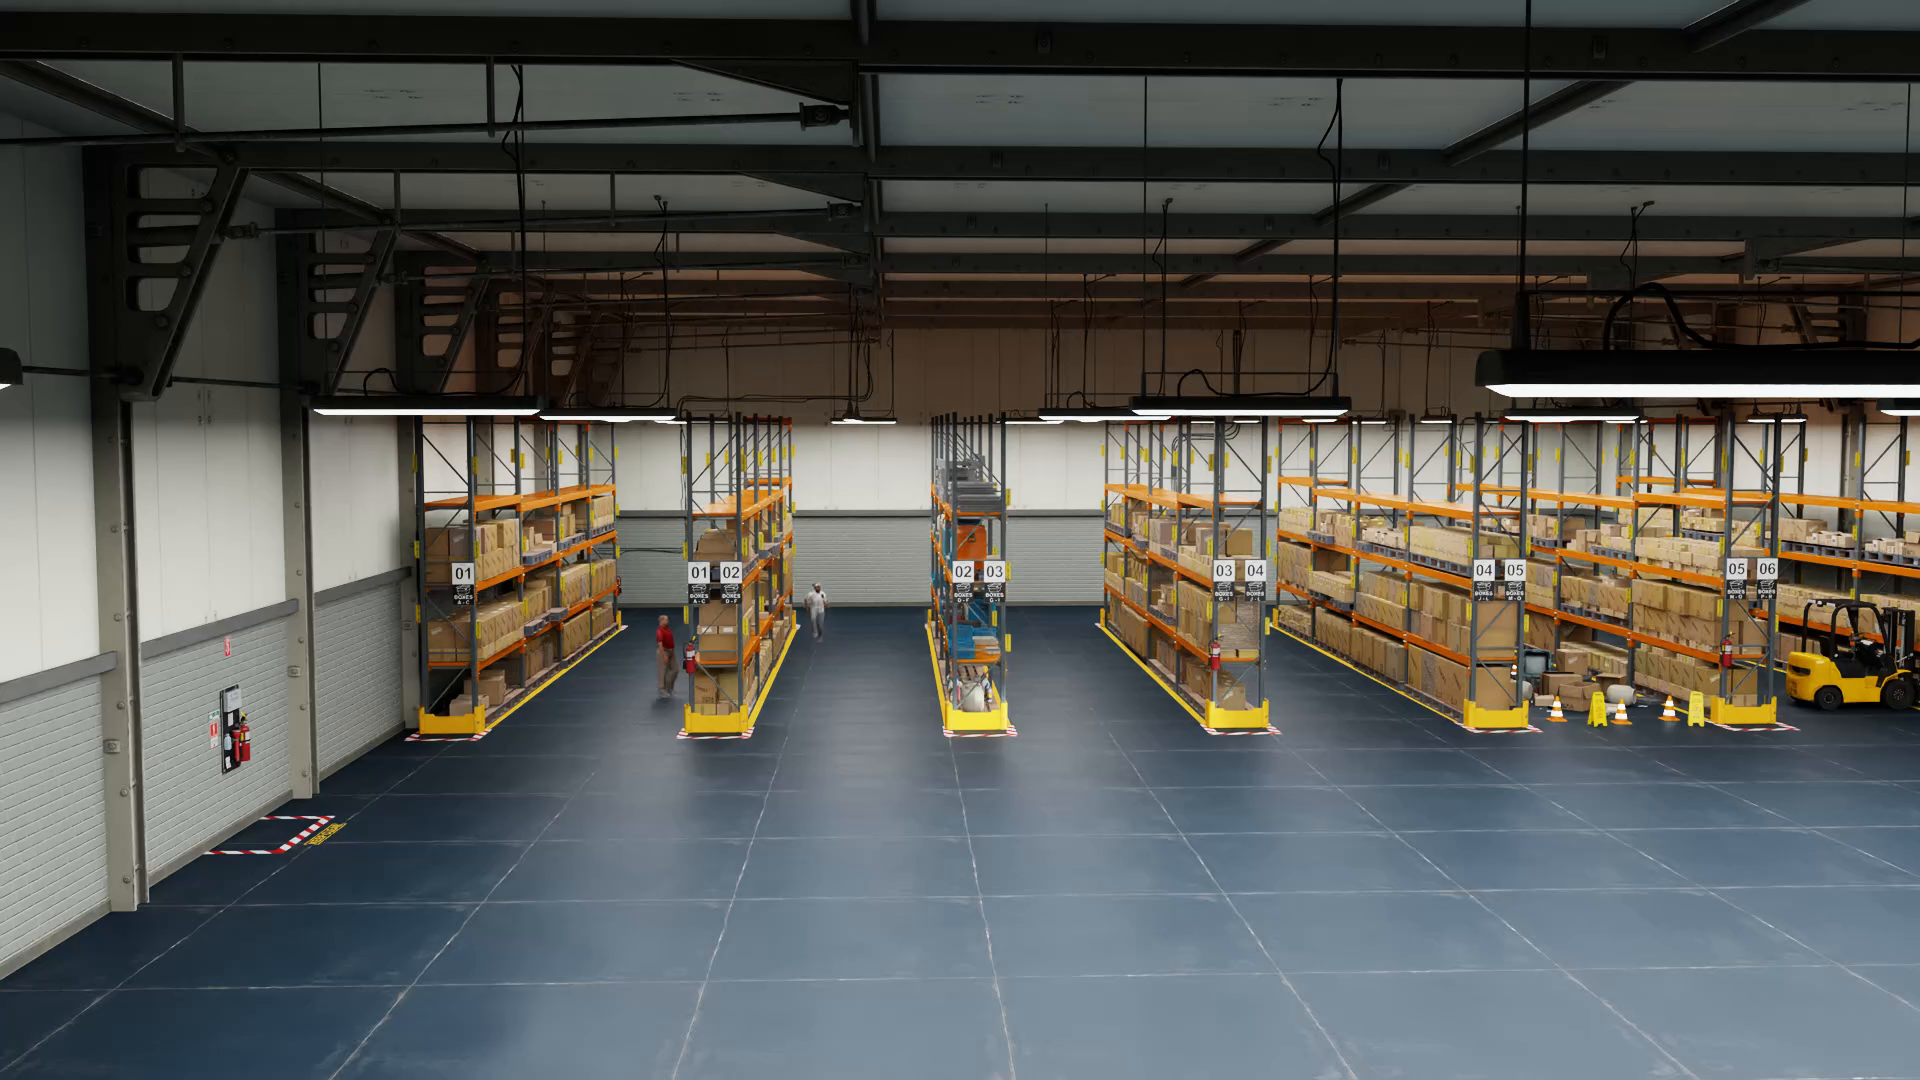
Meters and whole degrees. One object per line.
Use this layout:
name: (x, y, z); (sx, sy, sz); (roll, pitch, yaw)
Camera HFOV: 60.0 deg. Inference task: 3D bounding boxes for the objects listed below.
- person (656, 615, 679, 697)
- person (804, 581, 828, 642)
person: (-6.255, 2.483, 35.314); (0.426, 1.786, 0.551); (2, 4, 26)
person: (-3.761, 1.898, 43.468); (0.631, 1.648, 1.004); (0, 4, -2)
